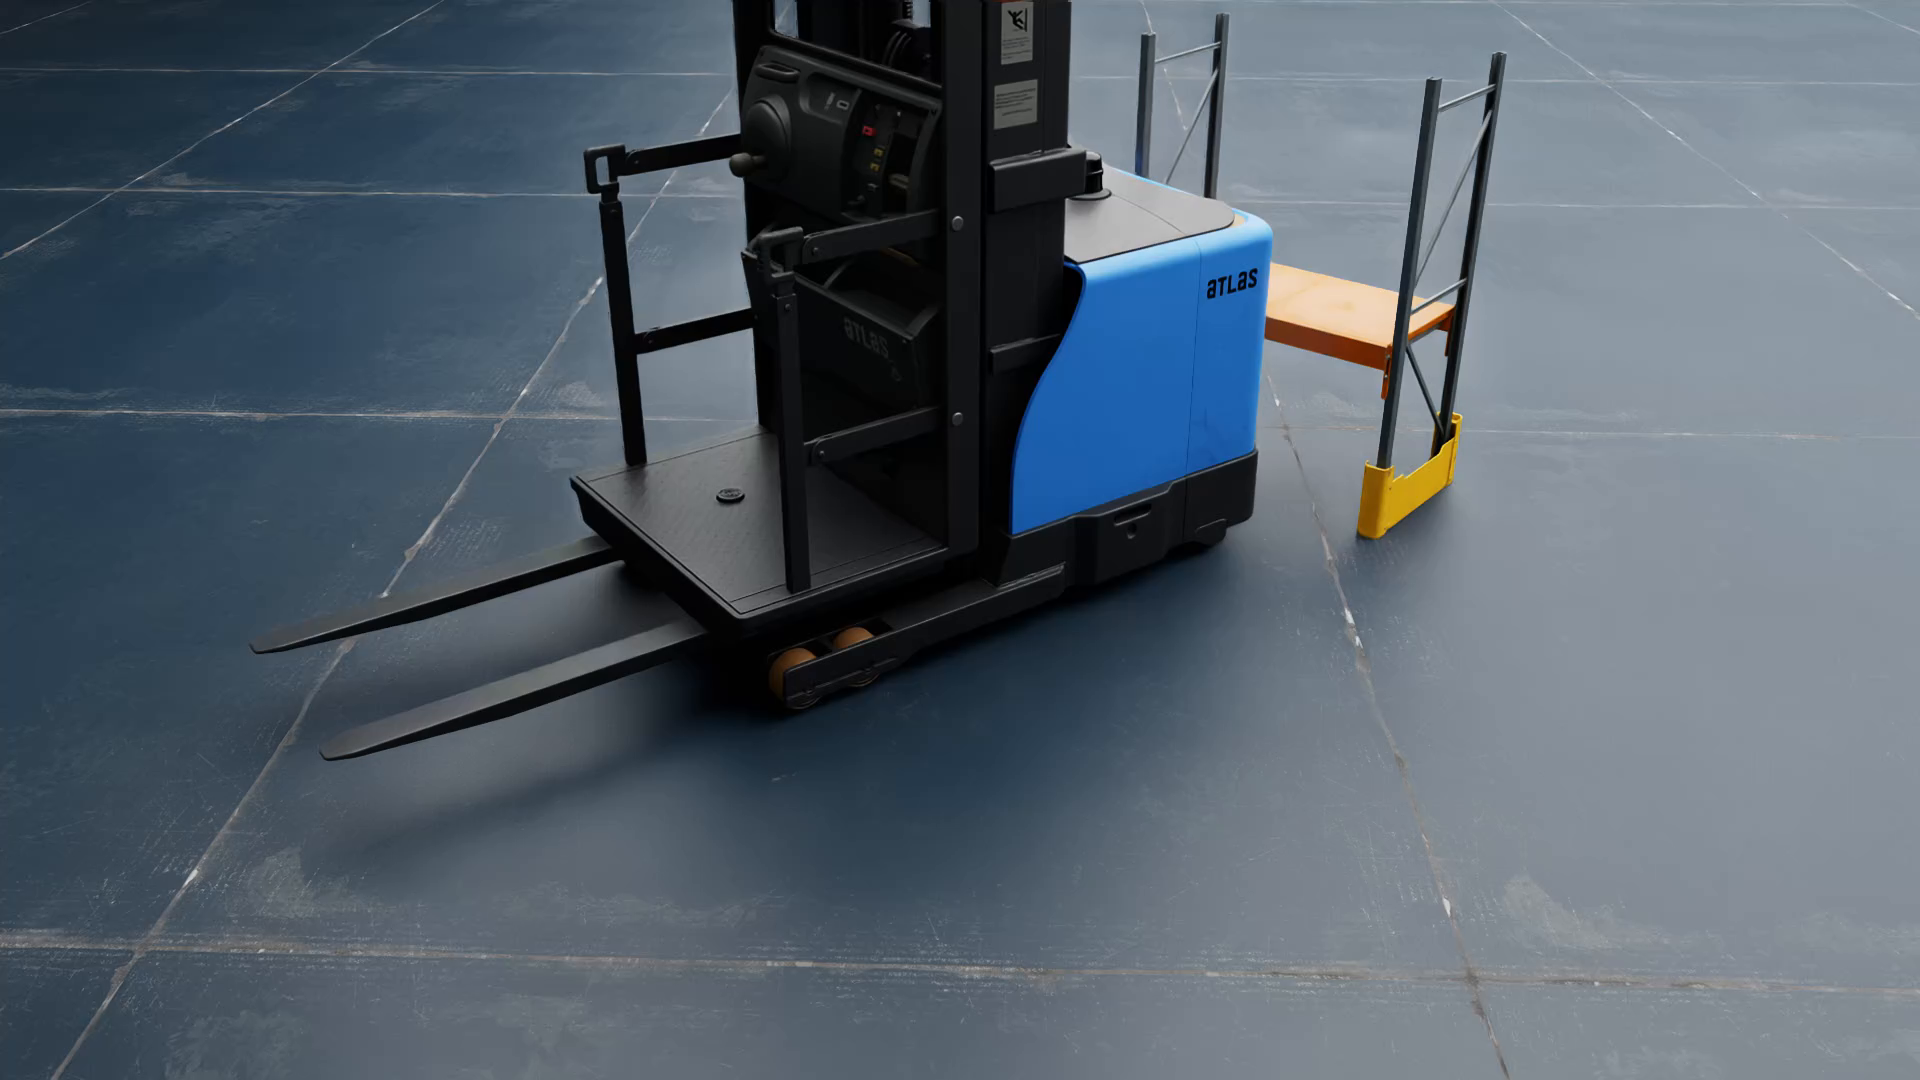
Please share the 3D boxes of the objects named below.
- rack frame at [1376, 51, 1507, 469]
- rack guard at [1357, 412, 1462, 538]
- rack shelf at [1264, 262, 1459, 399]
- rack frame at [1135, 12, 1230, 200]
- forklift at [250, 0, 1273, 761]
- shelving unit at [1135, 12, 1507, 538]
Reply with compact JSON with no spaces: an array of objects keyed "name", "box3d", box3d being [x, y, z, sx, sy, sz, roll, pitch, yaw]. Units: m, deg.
[{"name":"rack frame","box3d":[1.548,-0.784,5.415,0.032,1.500,0.500,22,35,35]},{"name":"rack guard","box3d":[1.547,-0.232,5.708,0.087,0.250,0.587,22,35,35]},{"name":"rack shelf","box3d":[1.159,-0.778,5.789,1.000,0.185,0.538,22,35,35]},{"name":"rack frame","box3d":[0.770,-1.090,5.994,0.032,1.500,0.500,22,35,35]},{"name":"forklift","box3d":[-0.513,-1.104,4.490,3.031,2.935,1.130,-19,33,-31]},{"name":"shelving unit","box3d":[1.166,-0.934,5.699,1.083,1.500,0.587,22,35,35]}]
